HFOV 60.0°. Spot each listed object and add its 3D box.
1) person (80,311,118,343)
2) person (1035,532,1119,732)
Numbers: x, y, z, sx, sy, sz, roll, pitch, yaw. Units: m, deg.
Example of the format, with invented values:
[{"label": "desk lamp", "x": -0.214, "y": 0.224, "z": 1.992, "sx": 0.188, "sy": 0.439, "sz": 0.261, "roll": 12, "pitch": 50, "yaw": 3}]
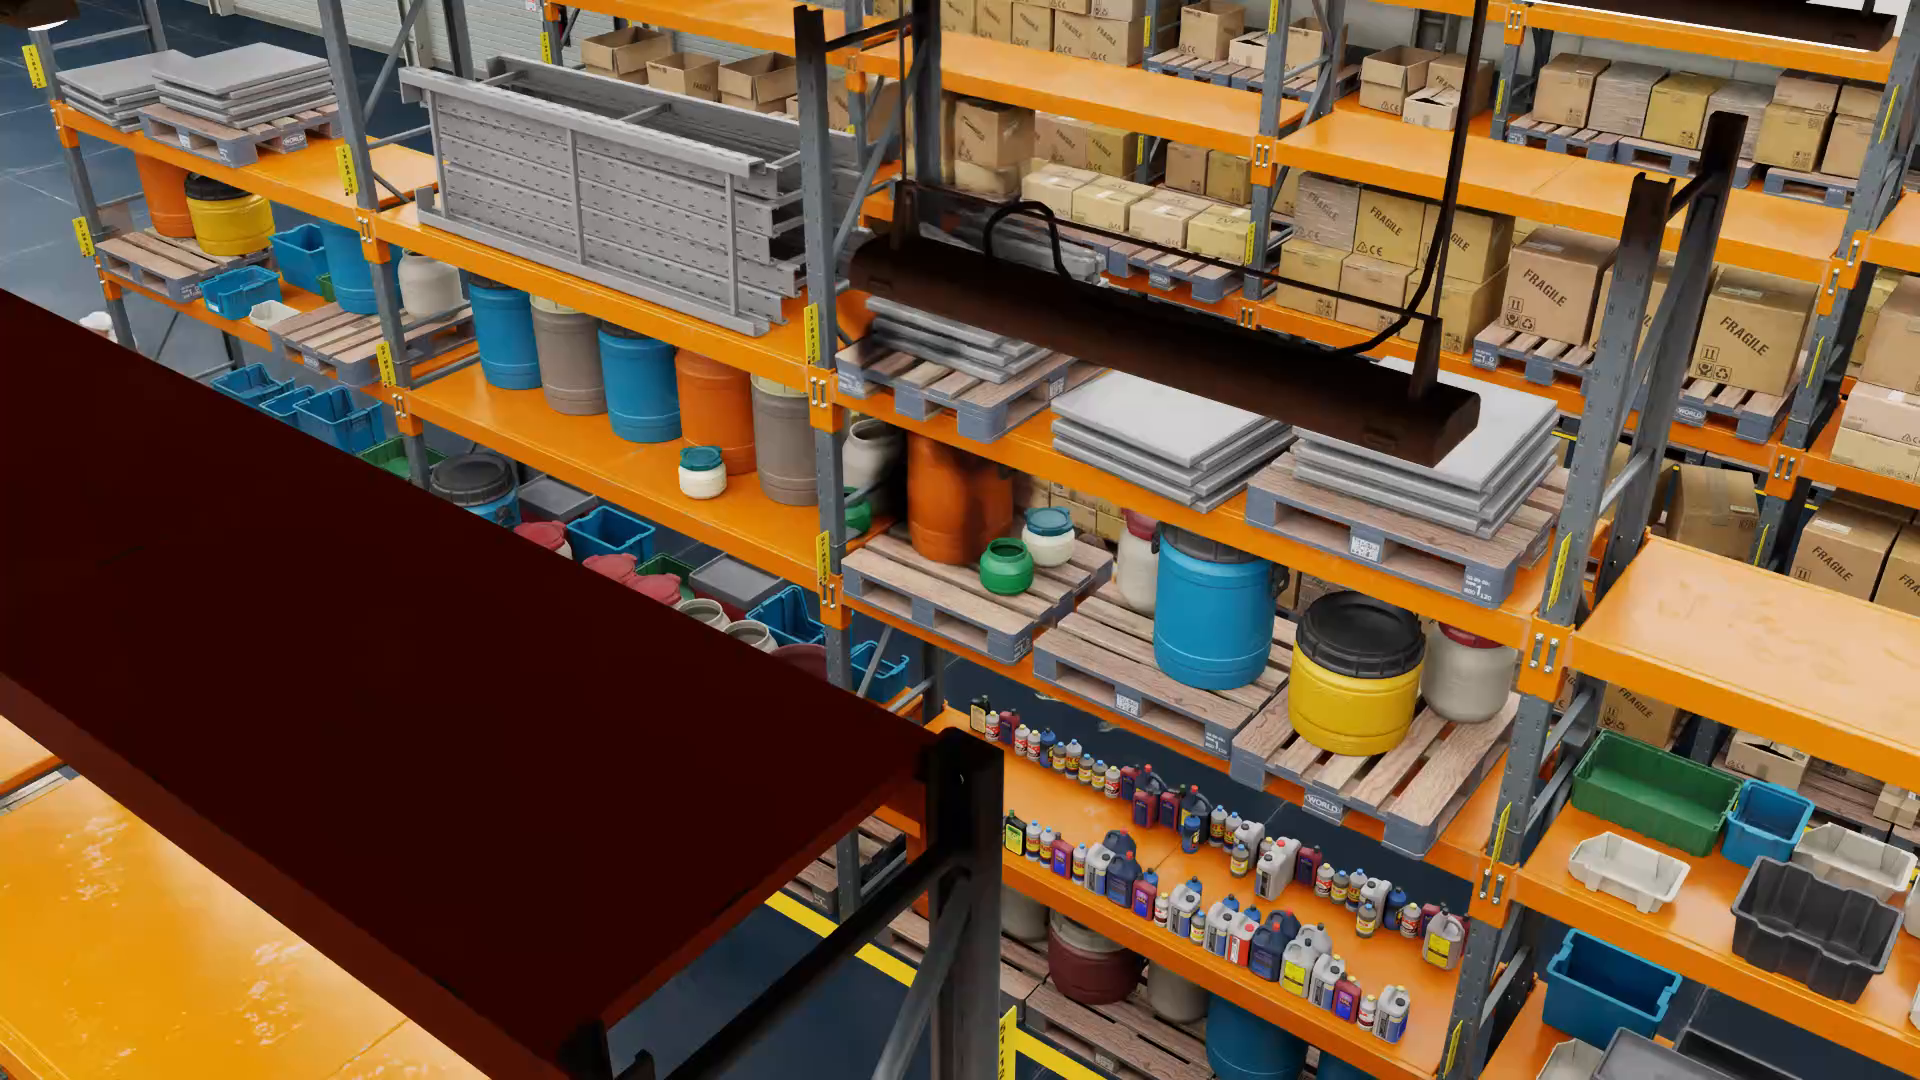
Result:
[{"label": "person", "x": -8.025, "y": -1.426, "z": 15.986, "sx": 0.574, "sy": 1.731, "sz": 0.702, "roll": -5, "pitch": 32, "yaw": -8}, {"label": "person", "x": 0.908, "y": 0.637, "z": 12.112, "sx": 0.826, "sy": 1.616, "sz": 0.534, "roll": 18, "pitch": 36, "yaw": 27}]
